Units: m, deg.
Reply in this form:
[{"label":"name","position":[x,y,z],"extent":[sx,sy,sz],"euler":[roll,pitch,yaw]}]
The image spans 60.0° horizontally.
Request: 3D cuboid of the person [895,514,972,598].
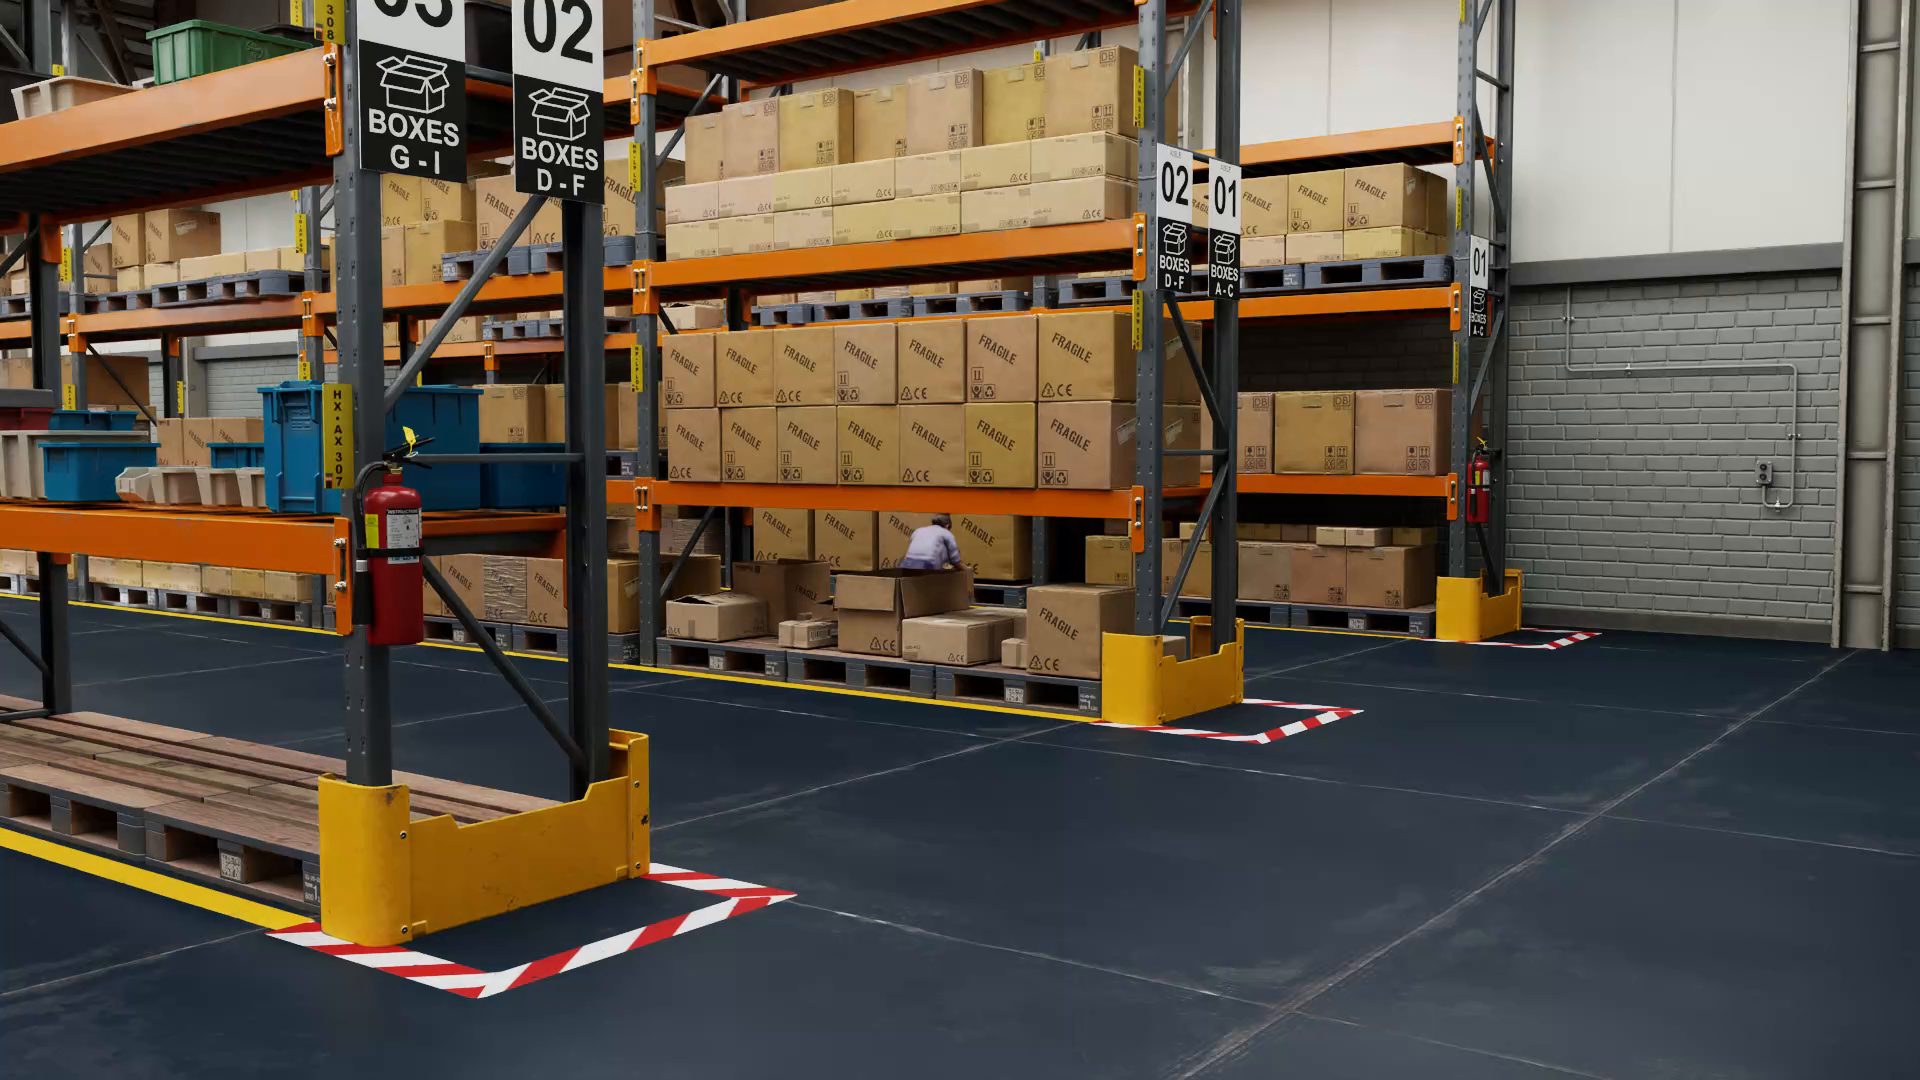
[{"label":"person","position":[-0.251,0.258,14.674],"extent":[0.516,0.933,0.836],"euler":[2,4,35]}]
